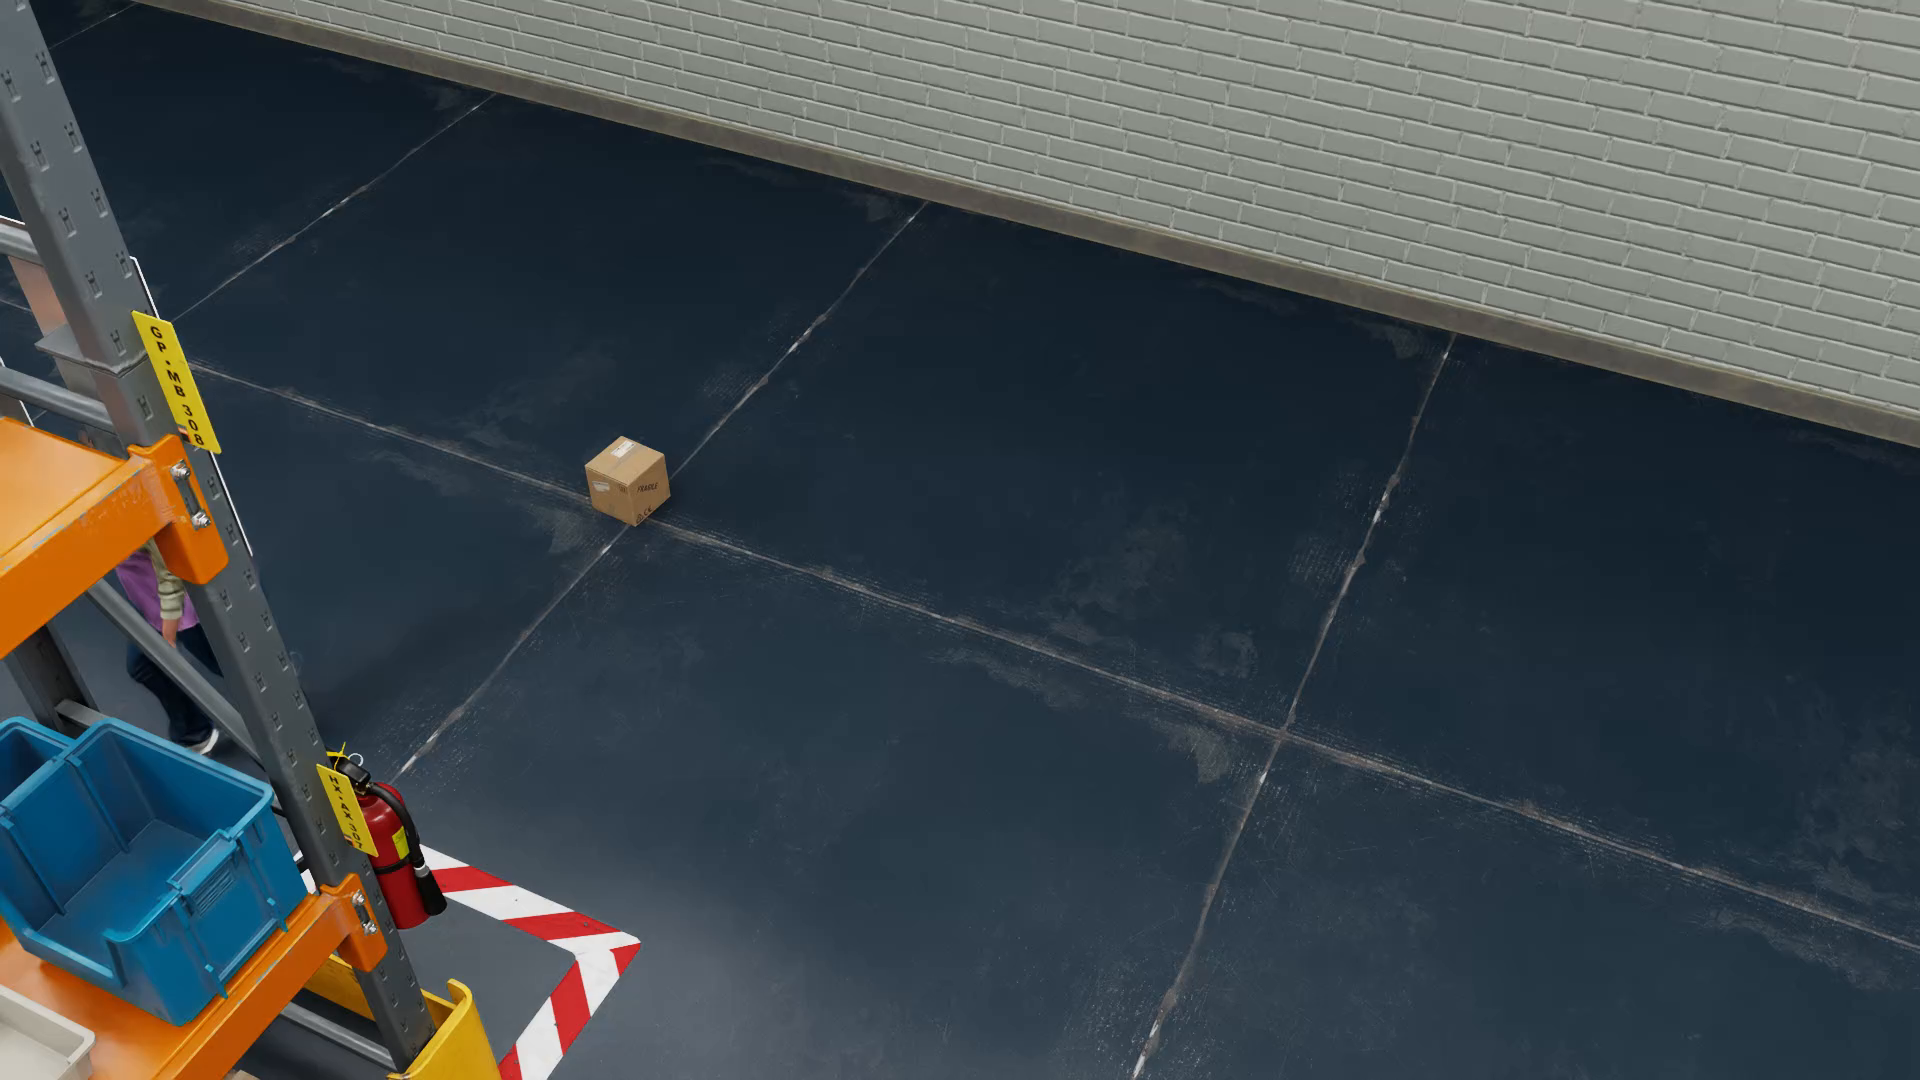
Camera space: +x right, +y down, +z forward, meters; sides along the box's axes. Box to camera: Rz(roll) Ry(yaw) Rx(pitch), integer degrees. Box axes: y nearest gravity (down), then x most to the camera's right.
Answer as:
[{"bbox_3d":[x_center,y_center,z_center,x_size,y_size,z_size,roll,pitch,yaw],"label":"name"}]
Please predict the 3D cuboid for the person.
[{"bbox_3d":[-2.774,0.244,5.915,0.552,1.647,0.452,-31,51,-29],"label":"person"}]
